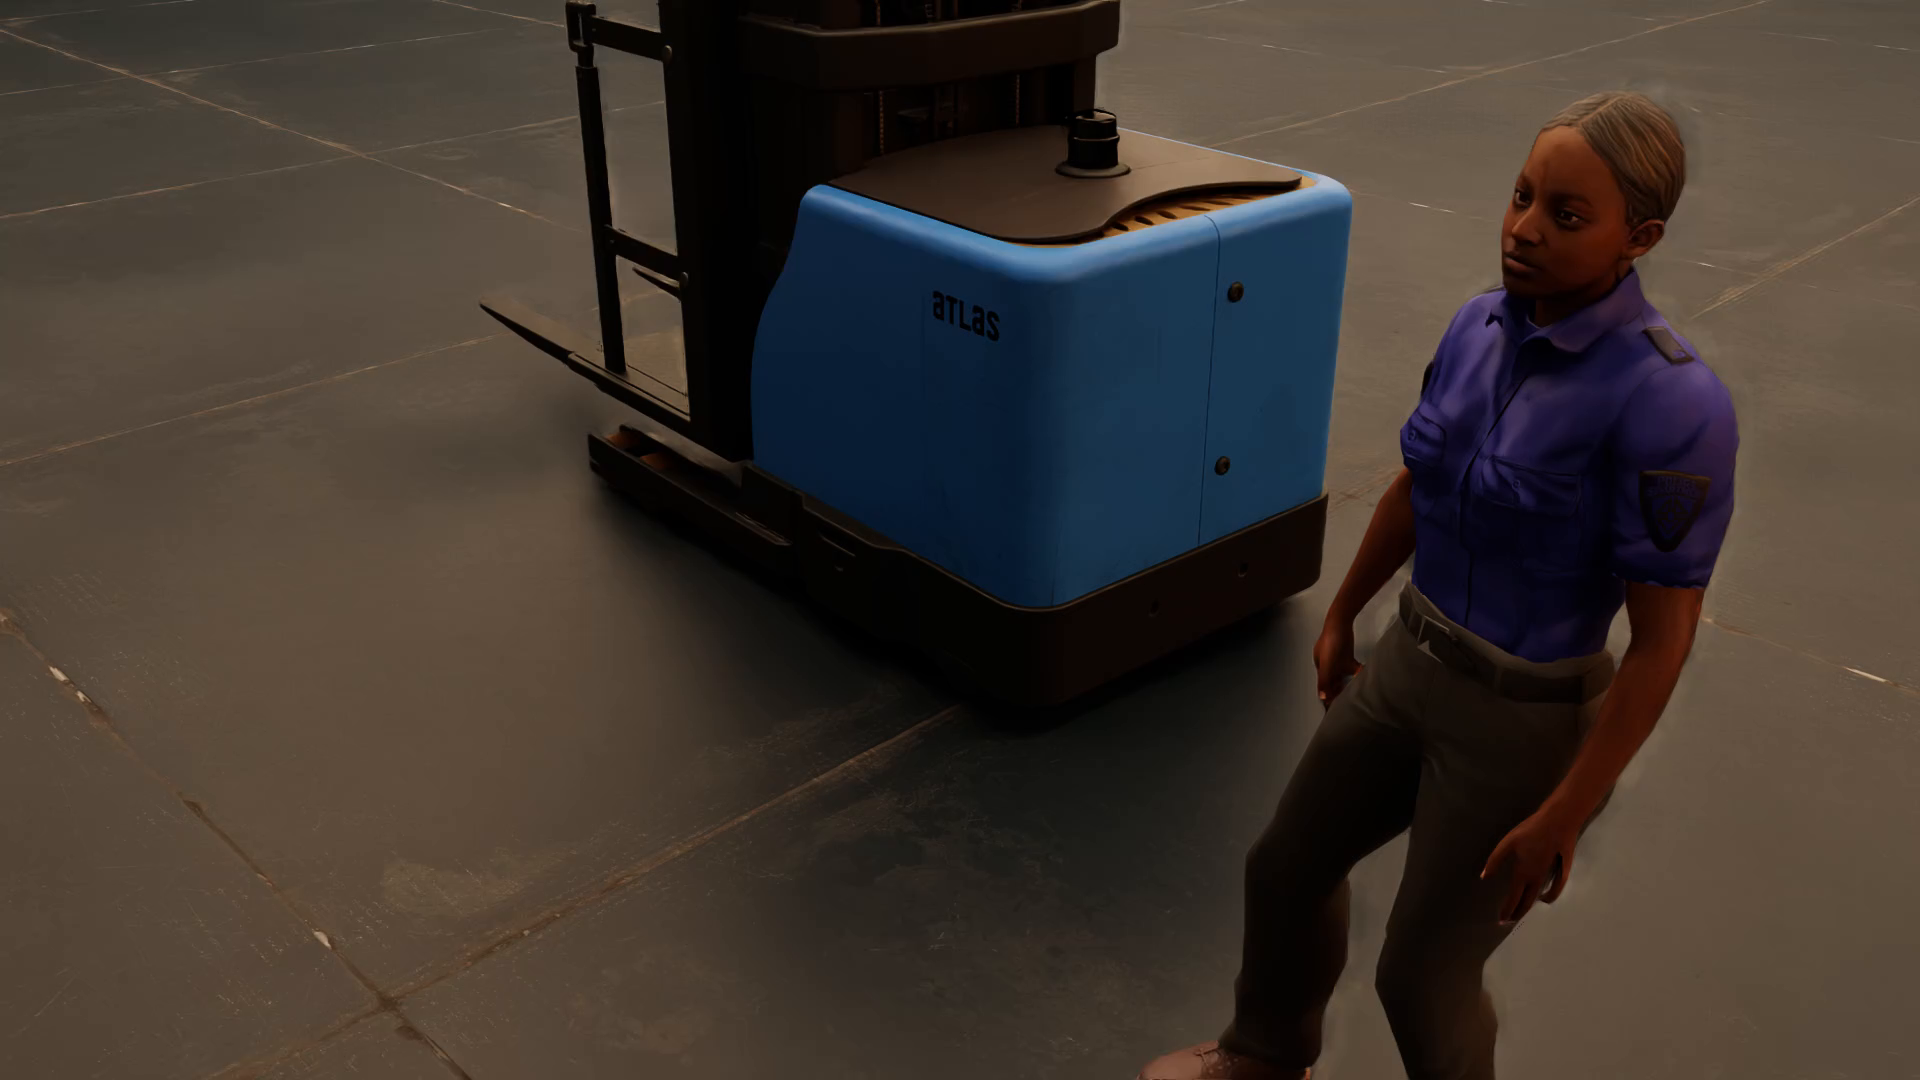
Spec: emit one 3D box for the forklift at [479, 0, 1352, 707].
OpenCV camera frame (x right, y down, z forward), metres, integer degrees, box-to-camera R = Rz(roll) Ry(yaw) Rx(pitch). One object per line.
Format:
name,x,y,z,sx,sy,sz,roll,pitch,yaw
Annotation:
forklift,-0.425,-1.525,4.323,1.130,2.935,3.031,-20,33,-35

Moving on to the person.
person,0.608,0.252,2.211,0.501,1.634,0.602,-10,28,-20
